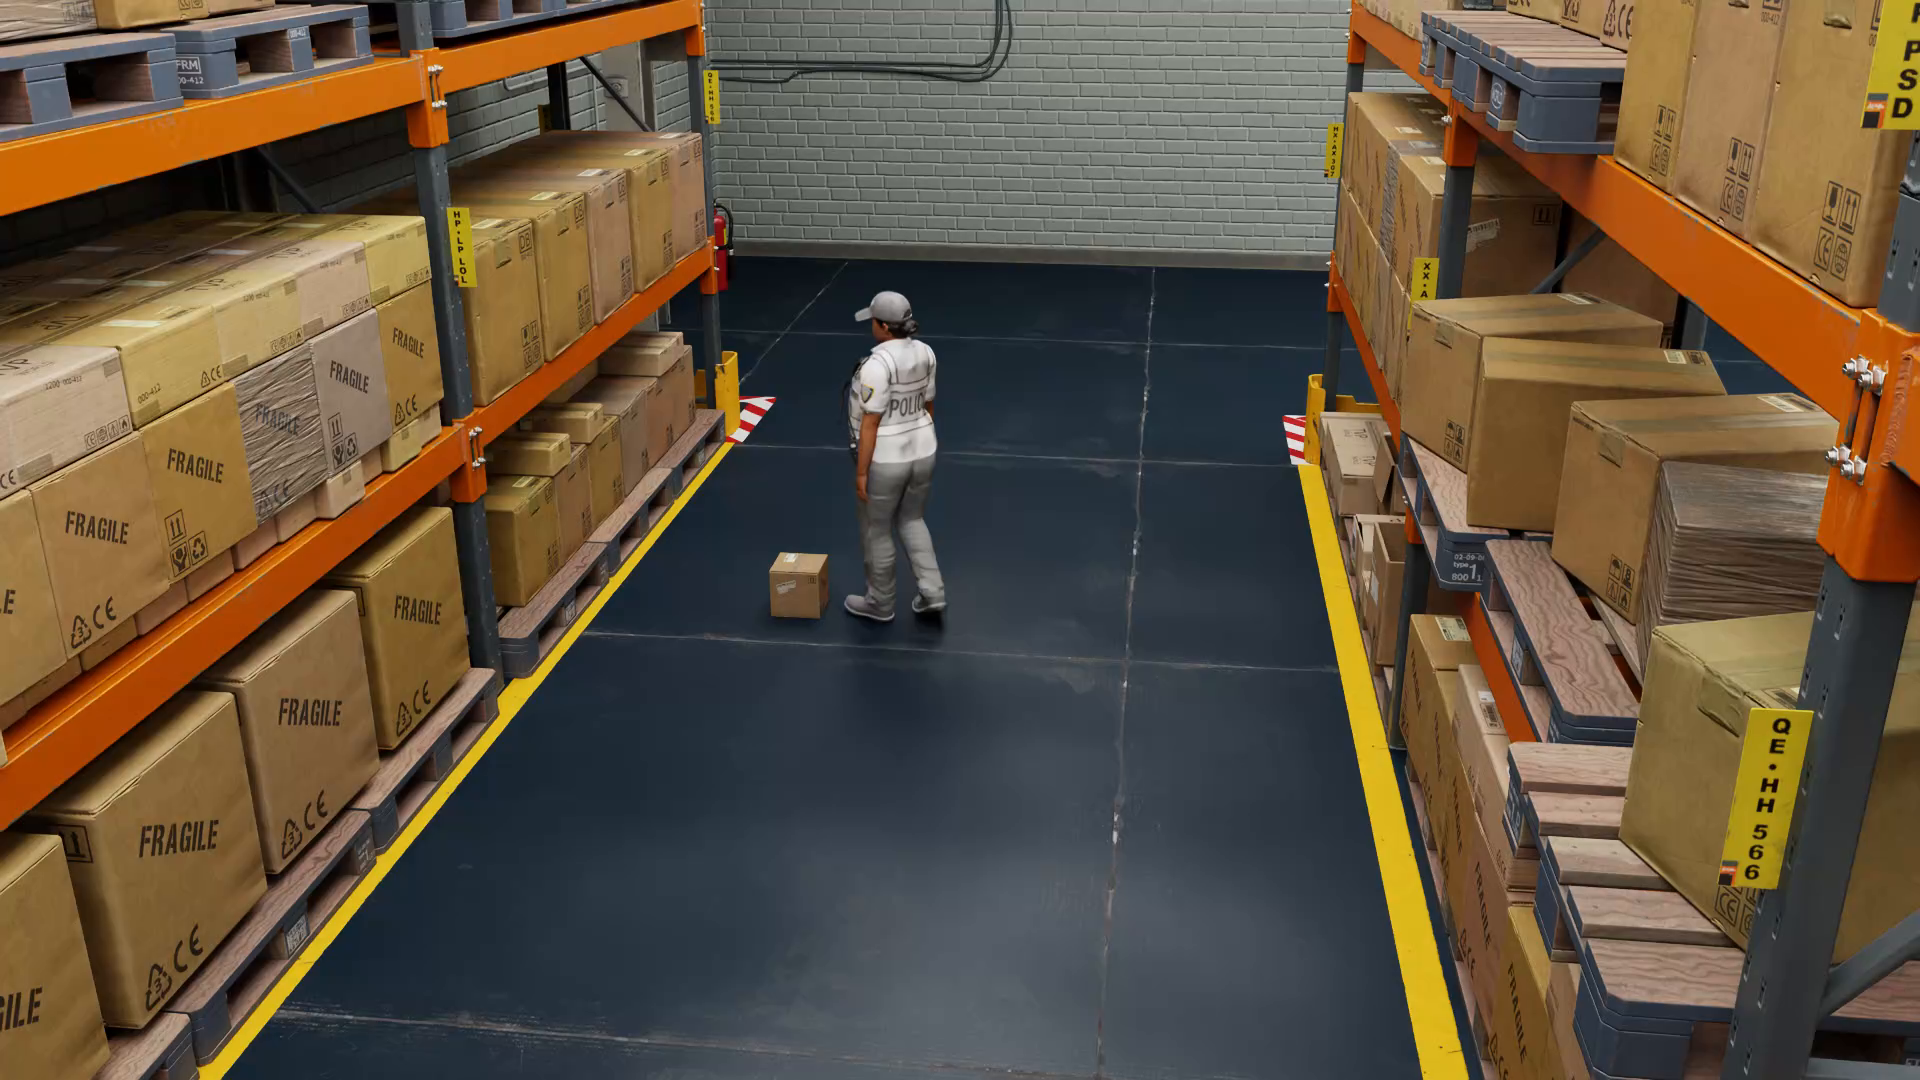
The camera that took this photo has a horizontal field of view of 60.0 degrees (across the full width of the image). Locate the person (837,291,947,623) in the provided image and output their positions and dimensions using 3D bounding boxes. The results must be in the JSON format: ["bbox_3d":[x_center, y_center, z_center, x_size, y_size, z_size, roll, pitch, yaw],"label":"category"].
[{"bbox_3d":[-0.340,-0.386,8.041,0.537,1.657,0.499,17,27,37],"label":"person"}]
